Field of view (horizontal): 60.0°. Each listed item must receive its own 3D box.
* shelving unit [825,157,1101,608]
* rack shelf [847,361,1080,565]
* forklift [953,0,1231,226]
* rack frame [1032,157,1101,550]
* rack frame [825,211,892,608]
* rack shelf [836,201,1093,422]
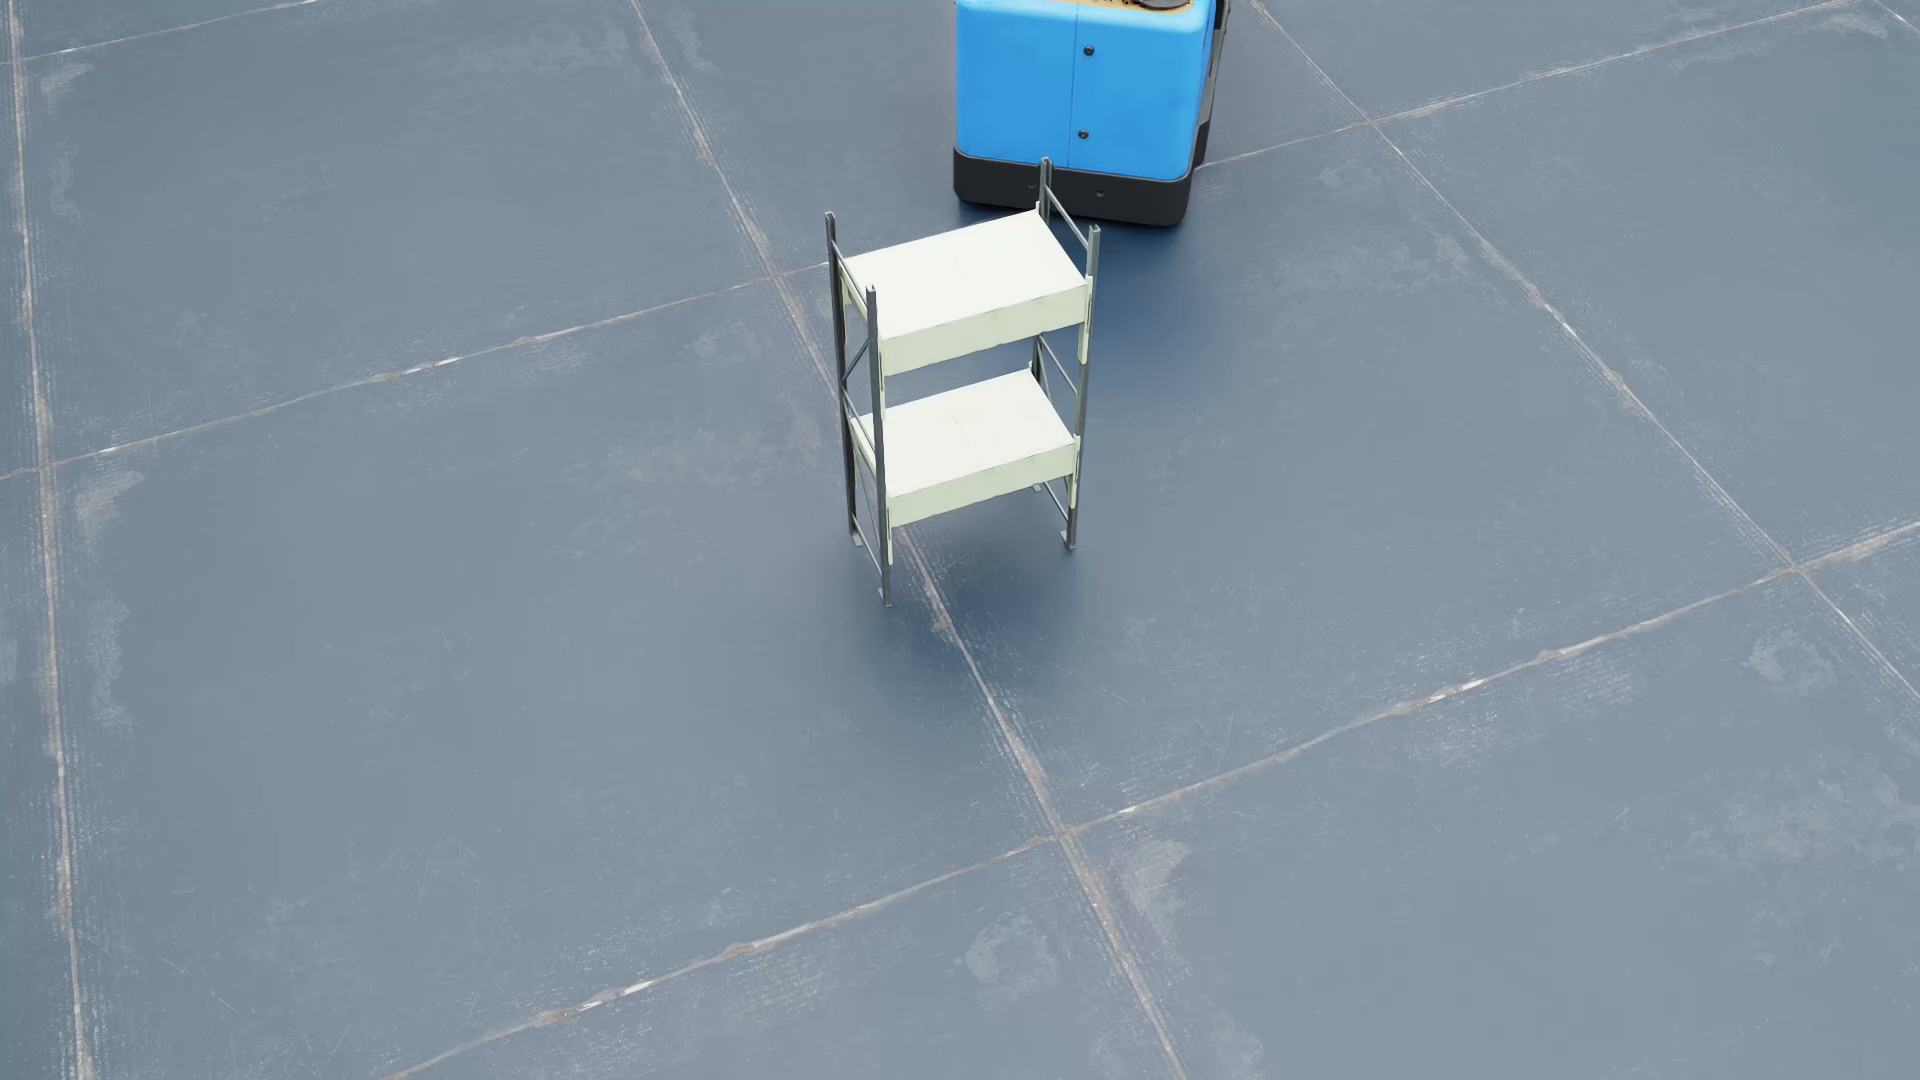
[{"bbox_3d":[0.006,-0.491,5.683,0.755,1.500,0.431,-17,52,-14],"label":"shelving unit"},{"bbox_3d":[0.006,-0.278,5.930,0.720,0.370,0.431,-17,52,-14],"label":"rack shelf"},{"bbox_3d":[0.771,-3.484,7.310,1.130,2.935,3.031,9,50,8],"label":"forklift"},{"bbox_3d":[0.345,-0.596,5.773,0.023,1.500,0.400,-17,52,-14],"label":"rack frame"},{"bbox_3d":[-0.333,-0.386,5.593,0.023,1.500,0.400,-17,52,-14],"label":"rack frame"},{"bbox_3d":[0.006,-0.745,5.387,0.720,0.370,0.431,-17,52,-14],"label":"rack shelf"}]
